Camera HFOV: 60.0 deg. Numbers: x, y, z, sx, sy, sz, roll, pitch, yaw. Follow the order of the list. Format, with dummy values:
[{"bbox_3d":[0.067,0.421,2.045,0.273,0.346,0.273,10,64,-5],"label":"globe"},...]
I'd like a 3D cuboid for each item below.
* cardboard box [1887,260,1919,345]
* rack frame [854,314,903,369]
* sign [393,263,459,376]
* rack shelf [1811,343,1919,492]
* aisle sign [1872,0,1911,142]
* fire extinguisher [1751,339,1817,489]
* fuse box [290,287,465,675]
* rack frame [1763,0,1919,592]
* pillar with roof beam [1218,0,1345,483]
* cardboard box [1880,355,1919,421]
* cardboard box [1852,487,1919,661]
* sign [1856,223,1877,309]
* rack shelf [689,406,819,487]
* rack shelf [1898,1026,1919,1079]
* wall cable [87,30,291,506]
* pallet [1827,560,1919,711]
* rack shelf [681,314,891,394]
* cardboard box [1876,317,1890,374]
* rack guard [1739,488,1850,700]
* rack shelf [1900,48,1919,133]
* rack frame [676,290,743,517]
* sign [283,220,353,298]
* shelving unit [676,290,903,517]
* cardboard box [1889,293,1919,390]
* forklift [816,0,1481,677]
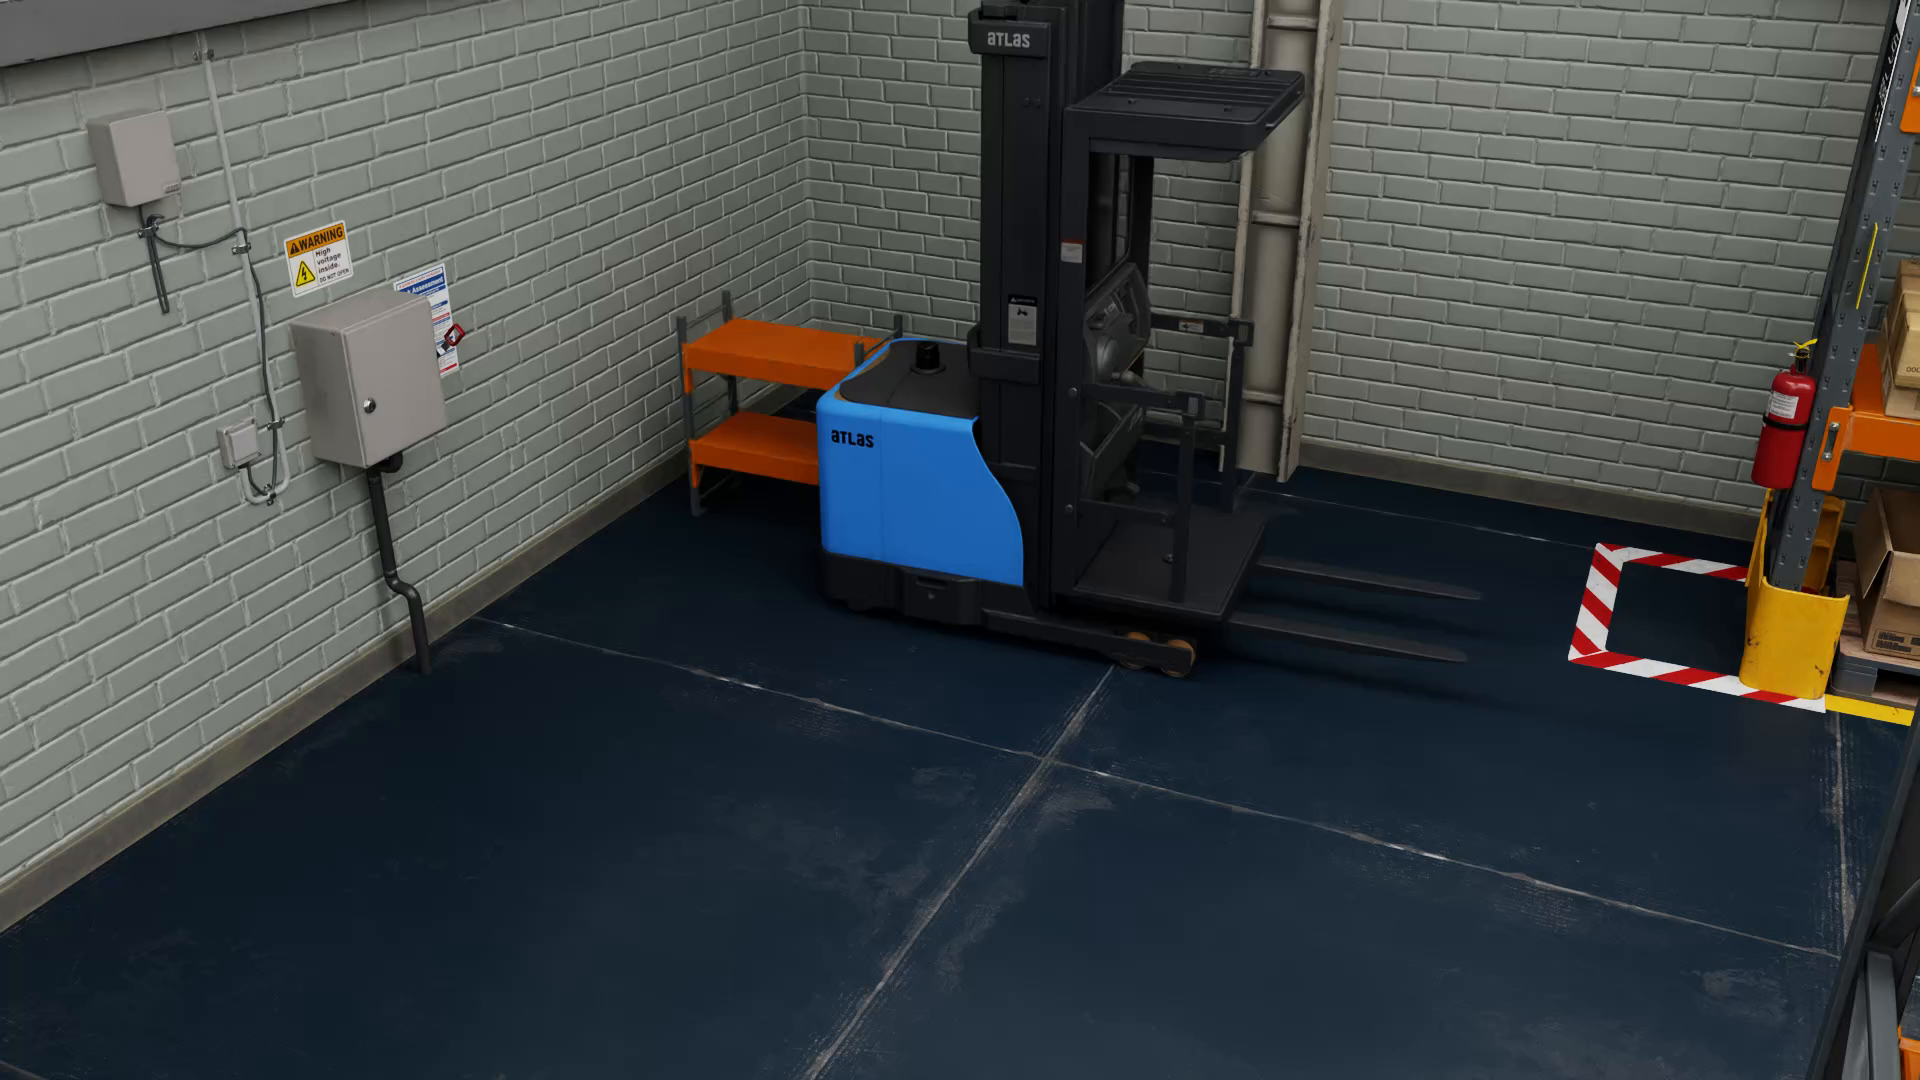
[{"bbox_3d":[4.336,-1.001,7.220,0.500,0.250,0.500,12,29,23],"label":"cardboard box"},{"bbox_3d":[-0.407,-0.558,8.610,0.032,1.125,0.500,11,28,21],"label":"rack frame"},{"bbox_3d":[-2.368,-0.949,7.389,0.001,0.494,0.329,11,28,22],"label":"sign"},{"bbox_3d":[5.628,-0.224,6.623,4.000,0.370,1.077,11,28,22],"label":"rack shelf"},{"bbox_3d":[3.624,-1.973,6.418,0.004,0.787,0.394,11,28,22],"label":"aisle sign"},{"bbox_3d":[3.482,-0.551,6.984,0.183,0.674,0.296,11,28,22],"label":"fire extinguisher"},{"bbox_3d":[-2.384,-0.177,7.173,0.414,1.711,0.539,11,28,22],"label":"fuse box"},{"bbox_3d":[3.807,-0.912,7.207,0.127,3.000,1.000,11,28,22],"label":"rack frame"},{"bbox_3d":[-0.056,-2.728,4.103,0.400,9.000,9.100,11,28,22],"label":"pillar with roof beam"},{"bbox_3d":[3.993,-0.629,6.916,0.250,0.149,0.380,11,28,21],"label":"cardboard box"},{"bbox_3d":[4.325,0.169,7.361,0.637,0.503,0.797,10,28,20],"label":"cardboard box"},{"bbox_3d":[3.583,-1.082,6.572,0.005,0.325,0.100,11,28,22],"label":"sign"},{"bbox_3d":[-0.875,-0.427,8.897,1.000,0.278,0.538,11,28,21],"label":"rack shelf"},{"bbox_3d":[3.577,1.773,2.568,4.000,0.370,1.077,11,28,22],"label":"rack shelf"},{"bbox_3d":[-2.810,-0.965,6.165,0.122,1.984,0.588,11,28,22],"label":"wall cable"},{"bbox_3d":[4.602,0.498,7.499,1.213,0.211,1.003,11,28,22],"label":"pallet"},{"bbox_3d":[-0.875,-0.909,8.659,1.000,0.278,0.538,11,28,21],"label":"rack shelf"},{"bbox_3d":[4.220,-0.847,7.359,0.250,0.149,0.380,11,28,21],"label":"cardboard box"},{"bbox_3d":[3.876,0.223,7.731,0.348,0.500,1.175,11,28,22],"label":"rack guard"},{"bbox_3d":[5.628,-1.570,5.961,4.000,0.370,1.077,11,28,22],"label":"rack shelf"},{"bbox_3d":[-1.343,-0.734,8.968,0.032,1.125,0.500,11,28,21],"label":"rack frame"},{"bbox_3d":[-2.596,-1.141,6.737,0.001,0.242,0.339,11,28,22],"label":"sign"},{"bbox_3d":[-0.875,-0.646,8.789,1.048,1.125,0.538,11,28,21],"label":"shelving unit"},{"bbox_3d":[4.109,-0.787,6.786,0.500,0.250,0.500,12,28,22],"label":"cardboard box"},{"bbox_3d":[0.890,-0.964,7.390,3.031,2.935,1.130,10,28,19],"label":"forklift"}]
